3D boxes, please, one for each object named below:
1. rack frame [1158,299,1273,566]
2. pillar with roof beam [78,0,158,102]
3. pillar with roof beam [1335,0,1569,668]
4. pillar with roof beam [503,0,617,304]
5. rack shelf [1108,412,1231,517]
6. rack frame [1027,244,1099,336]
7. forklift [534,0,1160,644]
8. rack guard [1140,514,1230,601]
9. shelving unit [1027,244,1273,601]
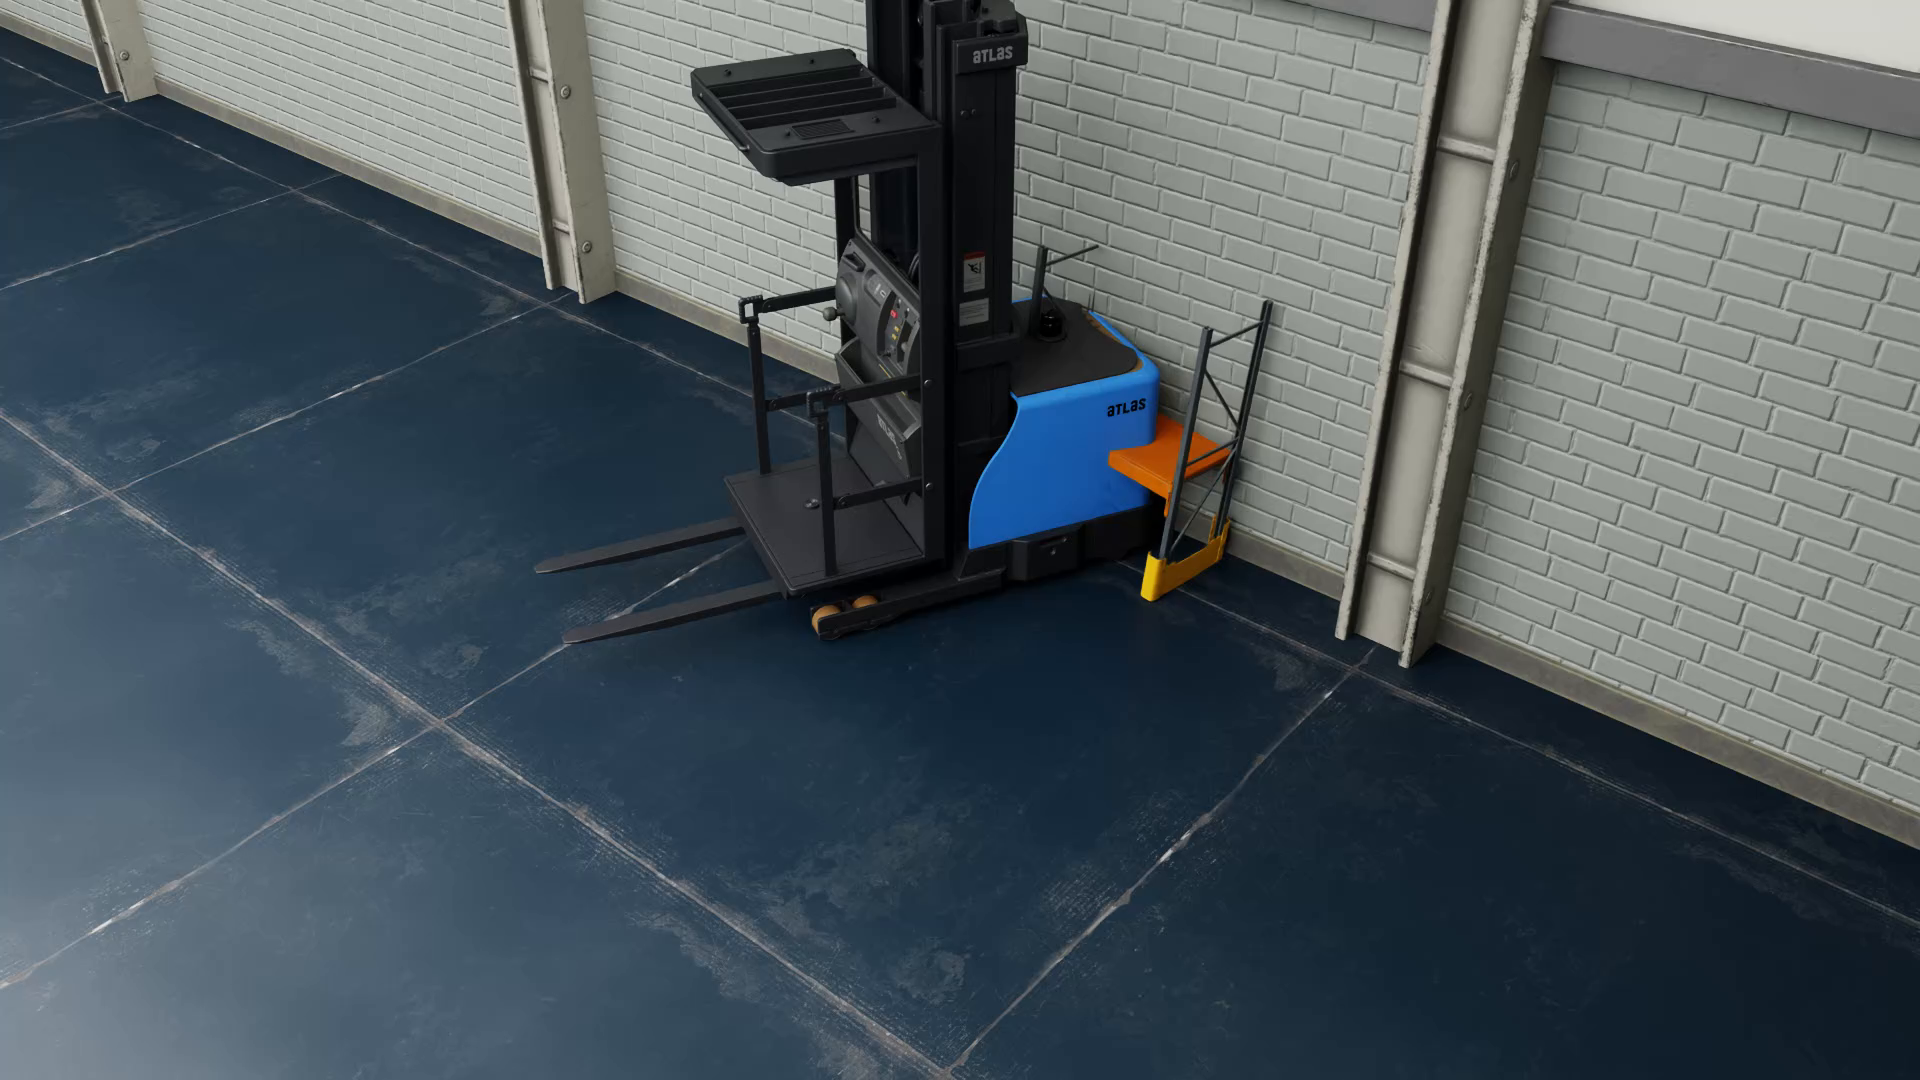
[{"bbox_3d":[1.209,-0.417,8.034,0.500,1.500,0.032,-26,46,-38],"label":"rack frame"},{"bbox_3d":[-9.910,-5.712,9.118,0.400,9.000,9.100,25,42,32],"label":"pillar with roof beam"},{"bbox_3d":[-0.687,-1.365,2.789,0.400,9.000,9.100,25,42,32],"label":"pillar with roof beam"},{"bbox_3d":[-5.298,-3.539,5.954,0.400,9.000,9.100,25,42,32],"label":"pillar with roof beam"},{"bbox_3d":[0.837,-0.501,8.415,0.538,0.185,1.000,-26,46,-38],"label":"rack shelf"},{"bbox_3d":[0.497,-0.880,8.592,0.500,1.500,0.032,-26,46,-38],"label":"rack frame"},{"bbox_3d":[-0.572,-1.066,7.713,3.031,2.935,1.130,-14,37,-19],"label":"forklift"},{"bbox_3d":[1.140,0.086,8.399,0.587,0.250,0.087,-26,46,-38],"label":"rack guard"},{"bbox_3d":[0.847,-0.652,8.318,0.587,1.500,1.083,-26,46,-38],"label":"shelving unit"}]
